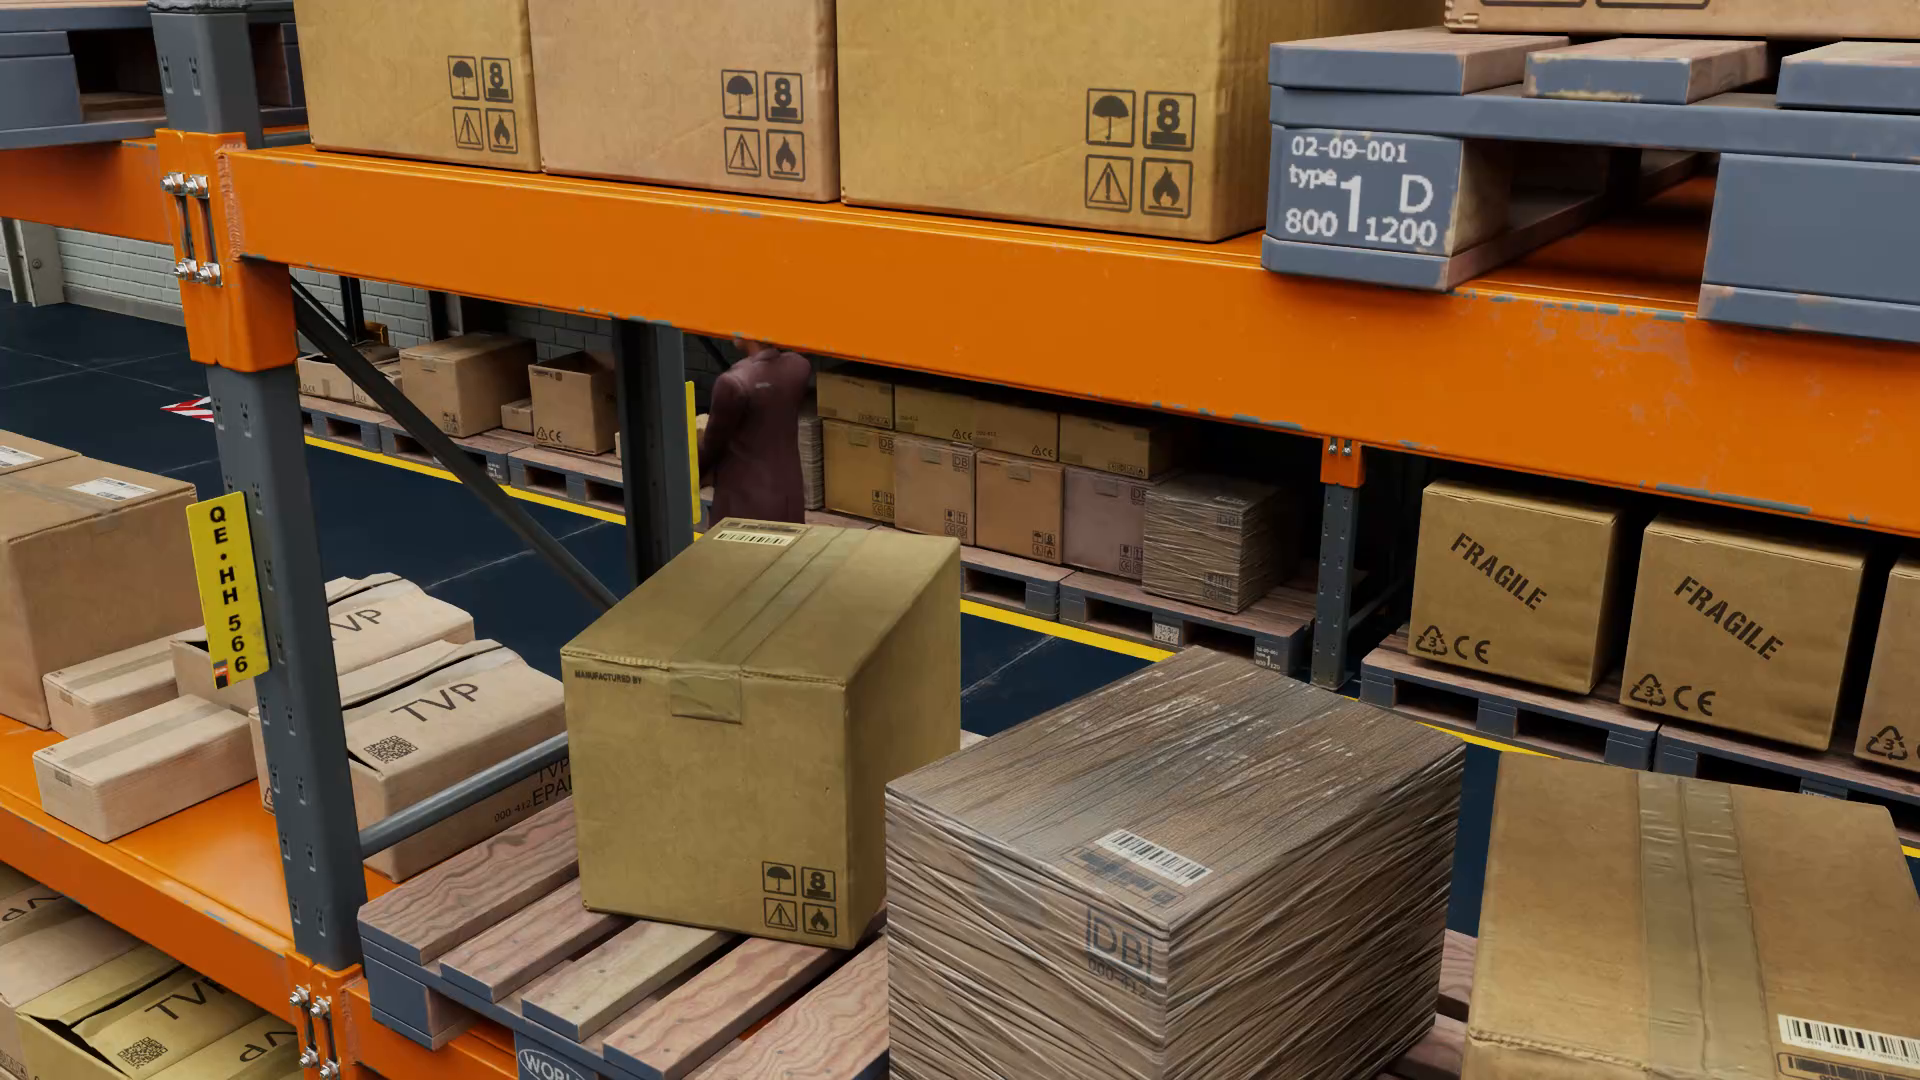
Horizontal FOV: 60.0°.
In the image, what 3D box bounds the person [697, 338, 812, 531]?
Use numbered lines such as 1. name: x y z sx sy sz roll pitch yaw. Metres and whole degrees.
1. person: -0.946 -0.190 7.136 0.556 1.775 0.527 13 23 33
